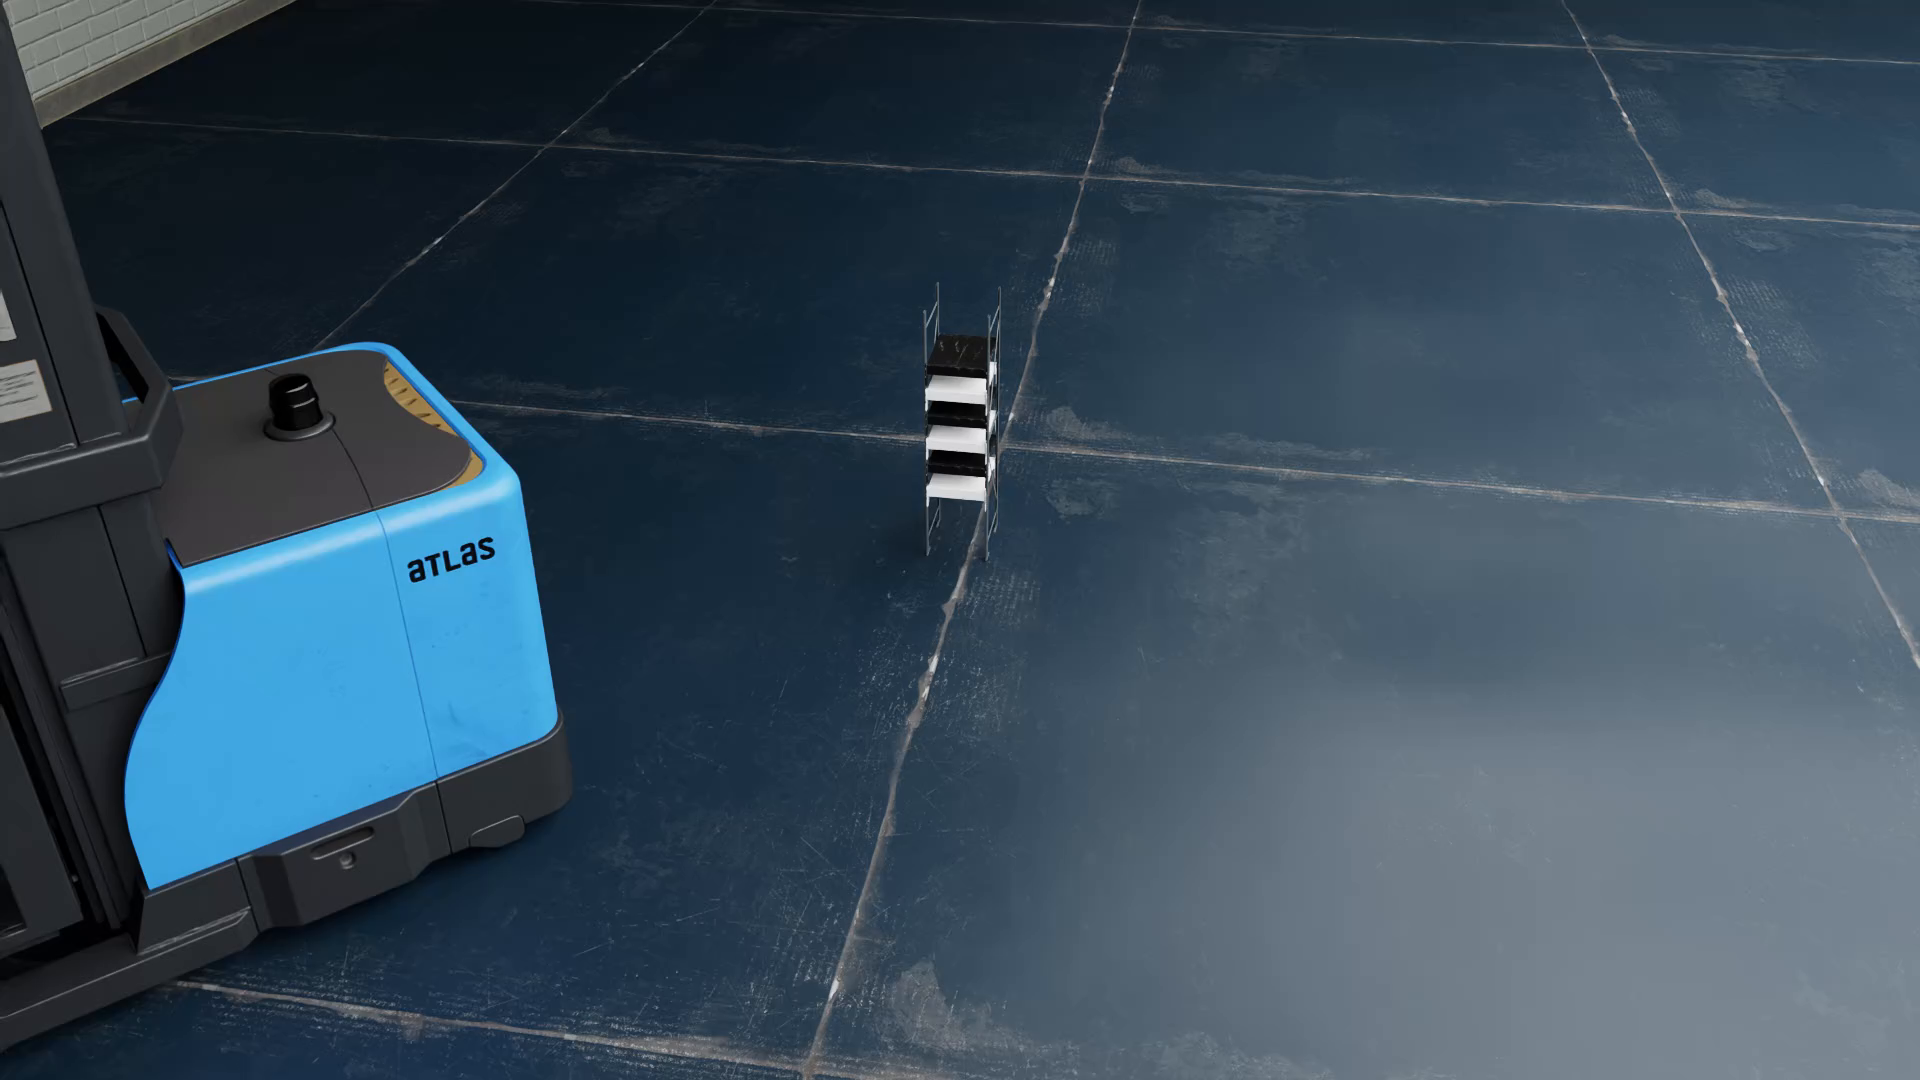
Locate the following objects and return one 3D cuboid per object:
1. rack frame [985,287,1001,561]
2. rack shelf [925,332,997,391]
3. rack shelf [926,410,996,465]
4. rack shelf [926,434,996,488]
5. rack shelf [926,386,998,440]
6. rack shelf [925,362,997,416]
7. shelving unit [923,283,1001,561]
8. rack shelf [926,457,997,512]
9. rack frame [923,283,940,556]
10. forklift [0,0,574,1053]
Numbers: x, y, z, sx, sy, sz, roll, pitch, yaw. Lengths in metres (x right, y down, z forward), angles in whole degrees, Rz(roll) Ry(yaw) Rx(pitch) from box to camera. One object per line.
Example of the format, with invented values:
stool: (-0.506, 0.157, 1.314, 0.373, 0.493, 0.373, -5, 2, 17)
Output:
rack frame: (0.108, -0.372, 5.496, 0.006, 0.900, 0.240, 5, 32, 8)
rack shelf: (0.008, -0.581, 5.384, 0.200, 0.077, 0.258, 5, 32, 8)
rack shelf: (0.008, -0.352, 5.528, 0.200, 0.077, 0.258, 5, 32, 8)
rack shelf: (0.008, -0.276, 5.576, 0.200, 0.077, 0.258, 5, 32, 8)
rack shelf: (0.008, -0.429, 5.480, 0.200, 0.077, 0.258, 5, 32, 8)
rack shelf: (0.008, -0.505, 5.432, 0.200, 0.077, 0.258, 5, 32, 8)
shelving unit: (0.008, -0.381, 5.510, 0.210, 0.900, 0.258, 5, 32, 8)
rack shelf: (0.008, -0.200, 5.623, 0.200, 0.077, 0.258, 5, 32, 8)
rack frame: (-0.092, -0.390, 5.525, 0.006, 0.900, 0.240, 5, 32, 8)
forklift: (-2.548, -0.248, 3.383, 3.031, 2.935, 1.130, -20, 37, -29)
